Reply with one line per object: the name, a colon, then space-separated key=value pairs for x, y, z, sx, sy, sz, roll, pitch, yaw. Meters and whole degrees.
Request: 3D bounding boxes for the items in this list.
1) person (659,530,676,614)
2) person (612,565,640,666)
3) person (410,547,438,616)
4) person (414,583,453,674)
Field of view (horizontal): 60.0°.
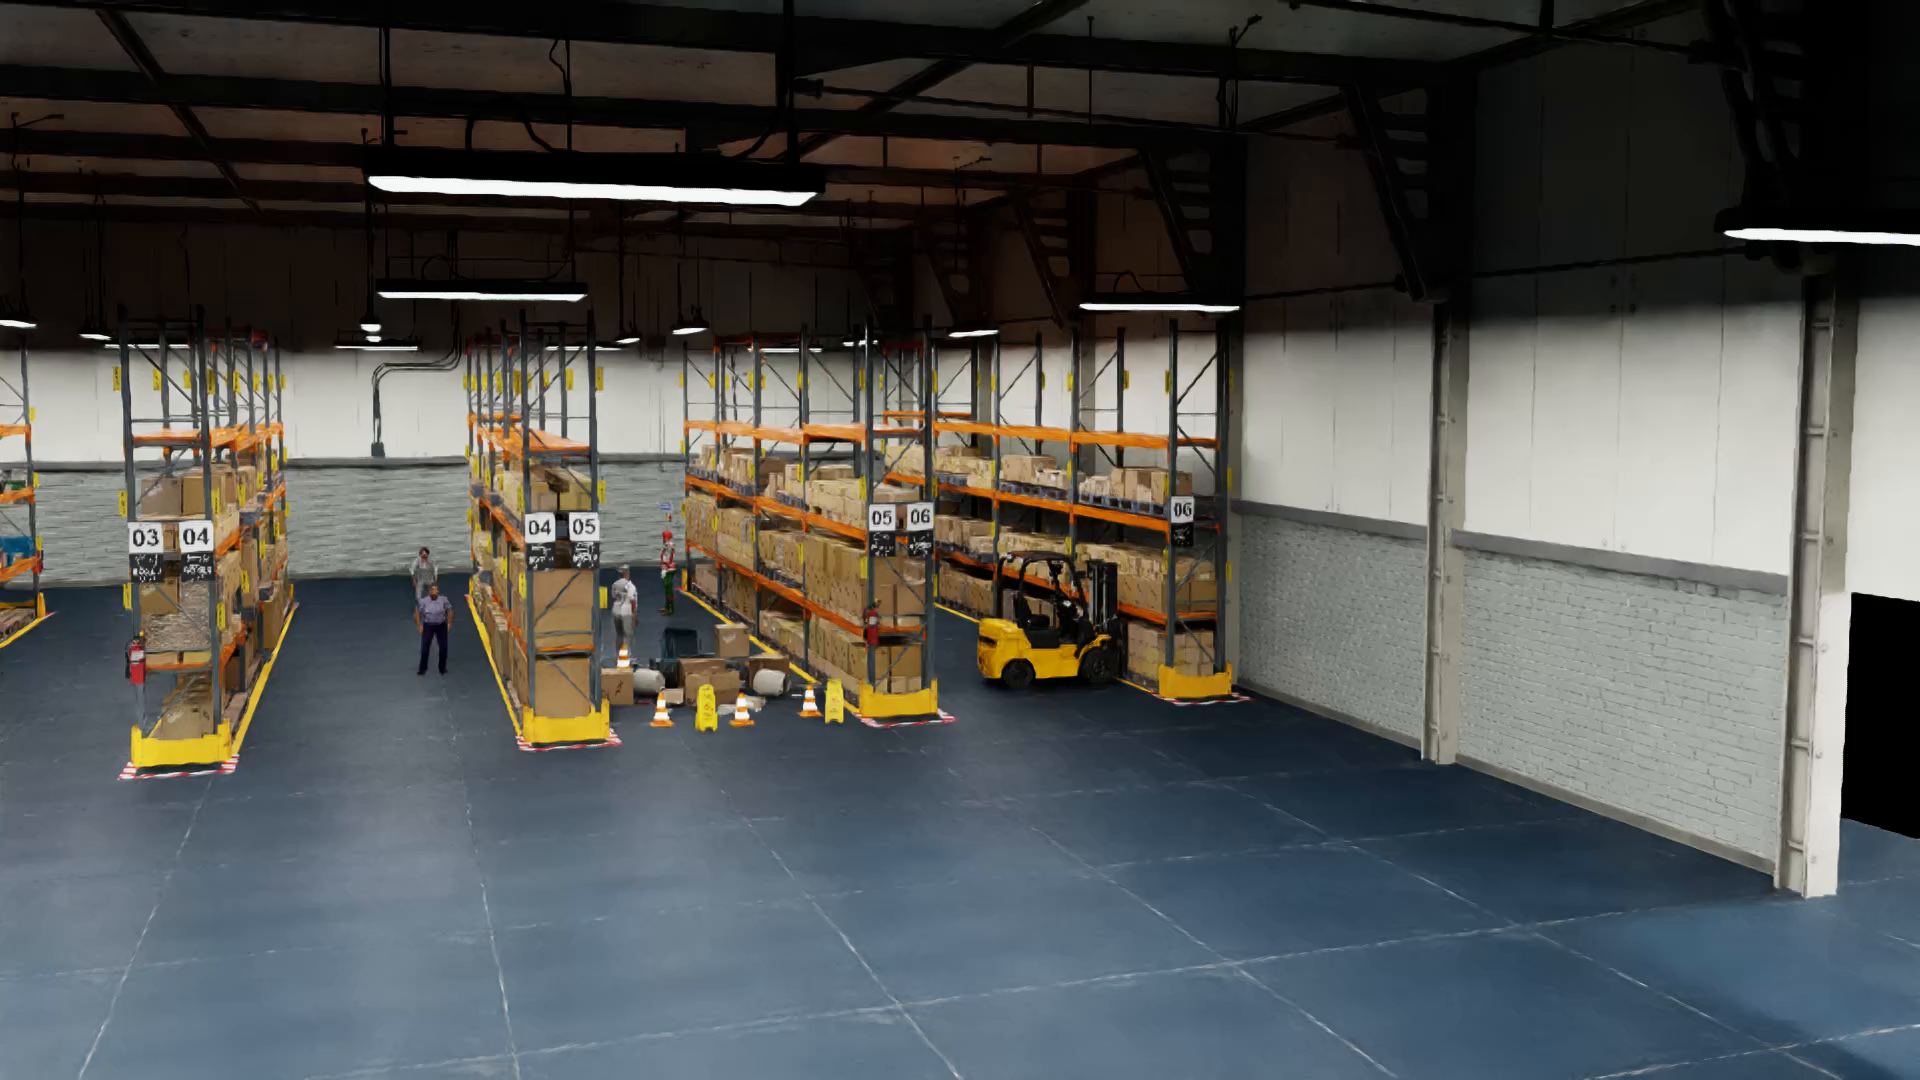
person: x=-6.371 y=0.684 z=36.168 sx=0.401 sy=1.826 sz=0.587 roll=0 pitch=5 yaw=-4
person: x=-5.899 y=1.325 z=29.445 sx=0.593 sy=1.759 sz=0.476 roll=4 pitch=7 yaw=39
person: x=-11.383 y=0.892 z=35.339 sx=0.566 sy=1.541 sz=0.519 roll=-2 pitch=6 yaw=-21
person: x=-9.023 y=1.513 z=28.526 sx=0.625 sy=1.596 sz=0.517 roll=-2 pitch=6 yaw=-21
